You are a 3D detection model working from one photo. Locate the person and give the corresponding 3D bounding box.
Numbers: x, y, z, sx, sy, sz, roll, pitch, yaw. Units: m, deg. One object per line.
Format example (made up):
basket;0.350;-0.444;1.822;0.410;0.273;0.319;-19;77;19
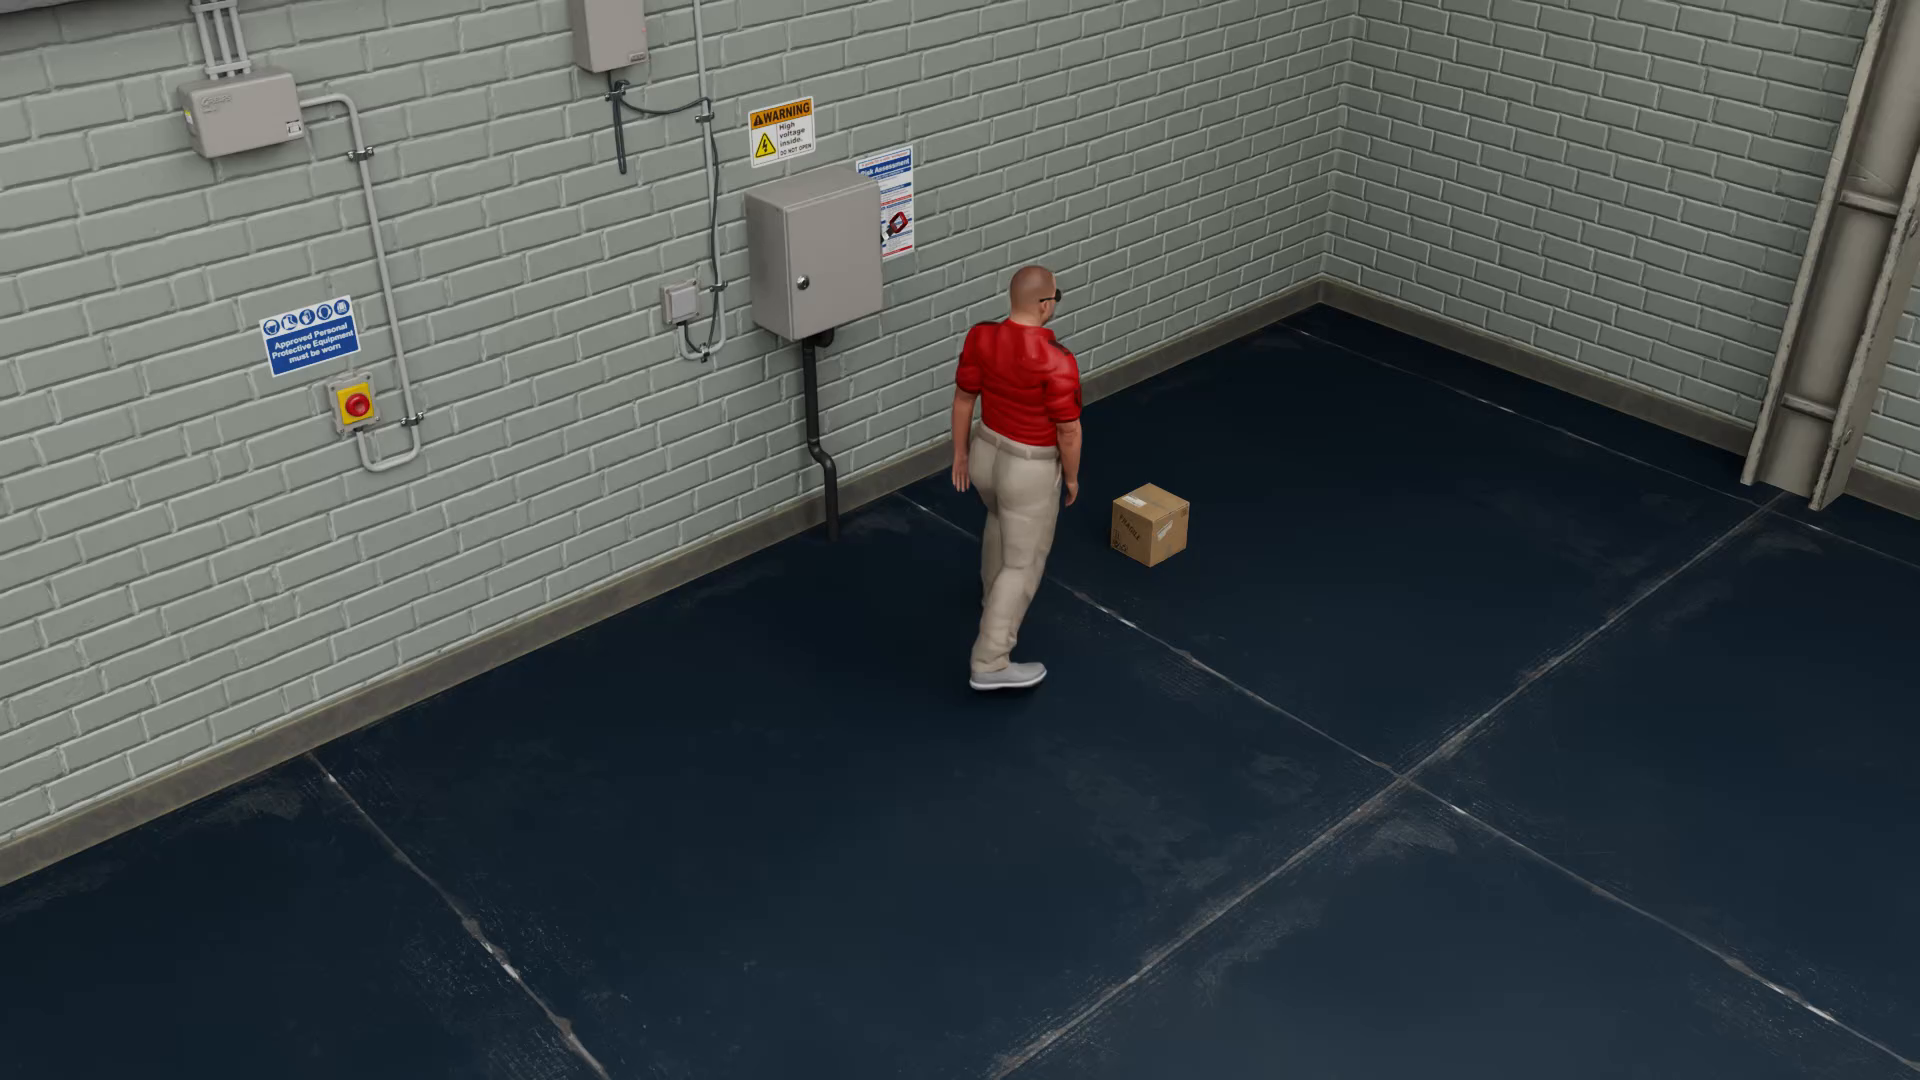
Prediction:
person;0.220;-0.288;6.648;0.636;1.682;0.847;25;39;35
